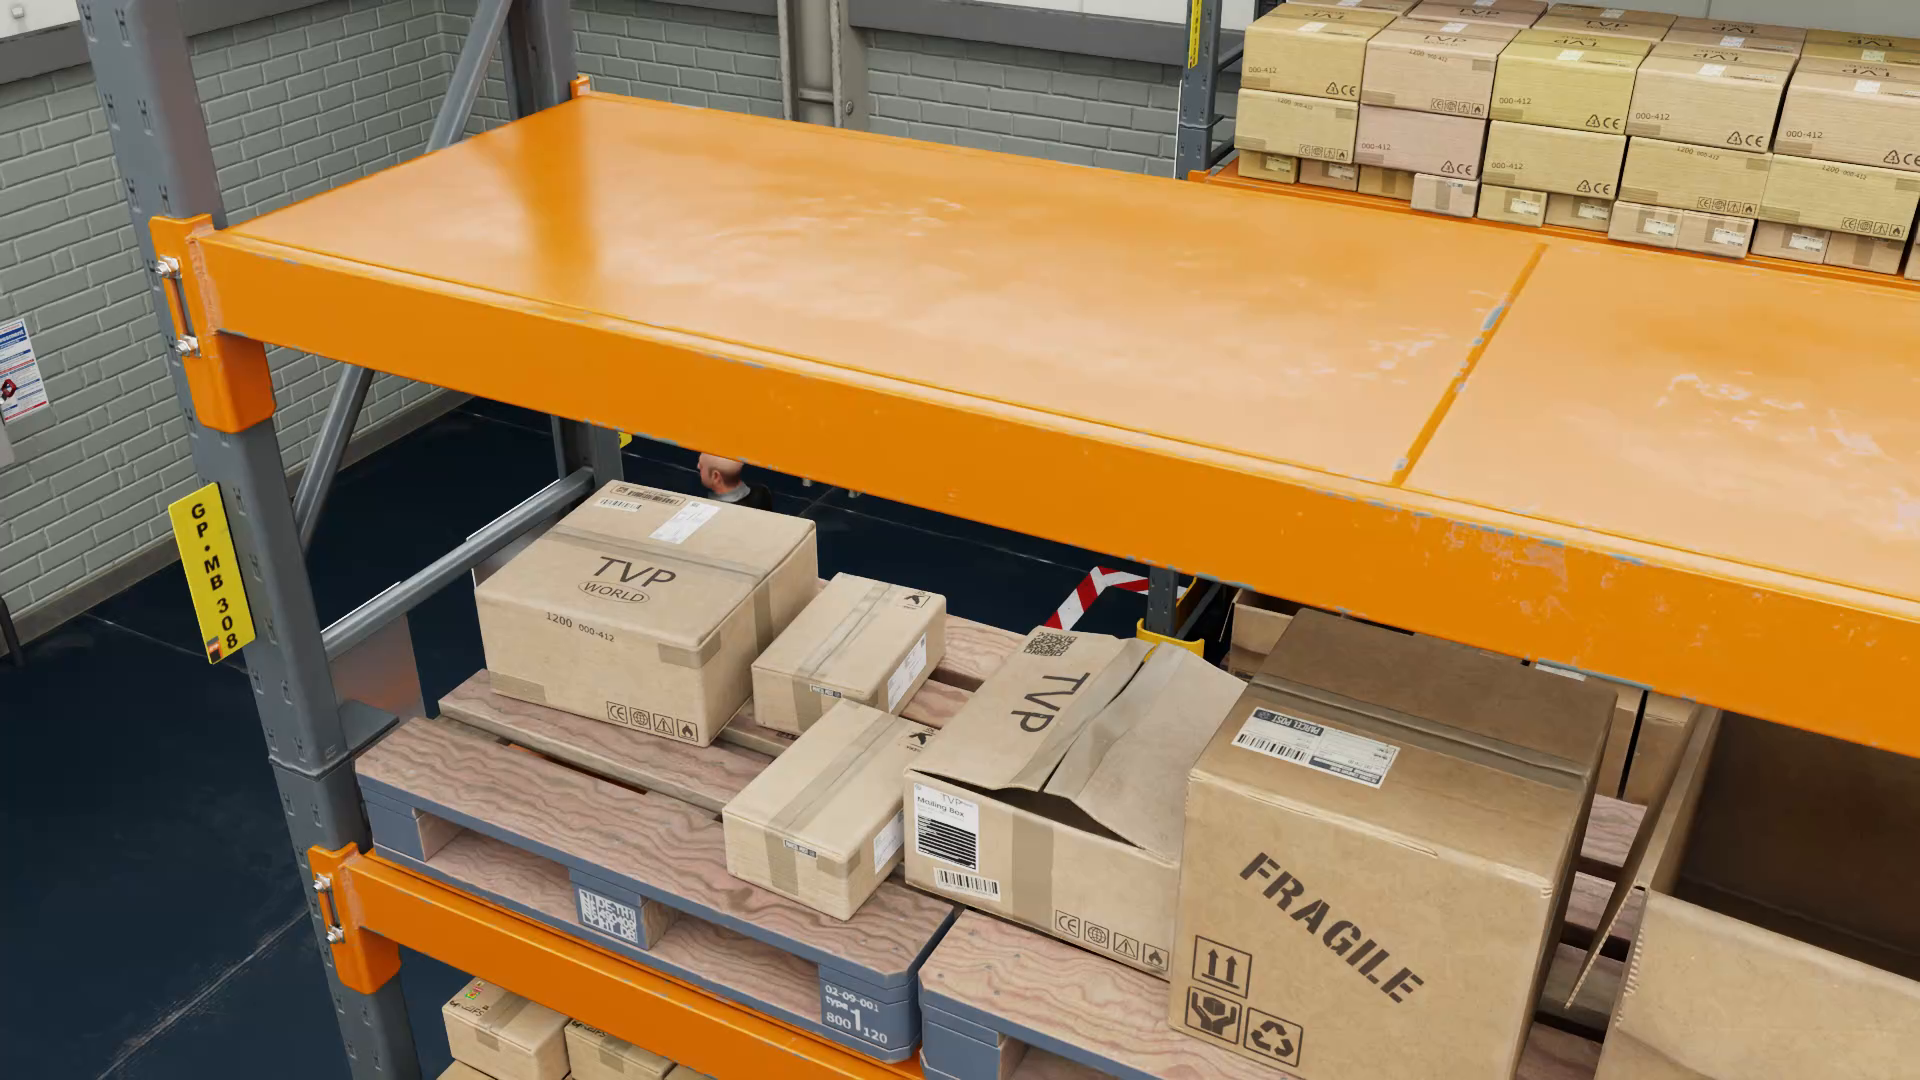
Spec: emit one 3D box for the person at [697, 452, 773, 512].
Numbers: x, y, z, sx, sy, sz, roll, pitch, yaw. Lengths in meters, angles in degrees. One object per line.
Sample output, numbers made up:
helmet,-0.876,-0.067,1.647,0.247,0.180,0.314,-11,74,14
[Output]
person,-1.085,0.309,7.792,0.359,1.723,0.531,15,33,25
